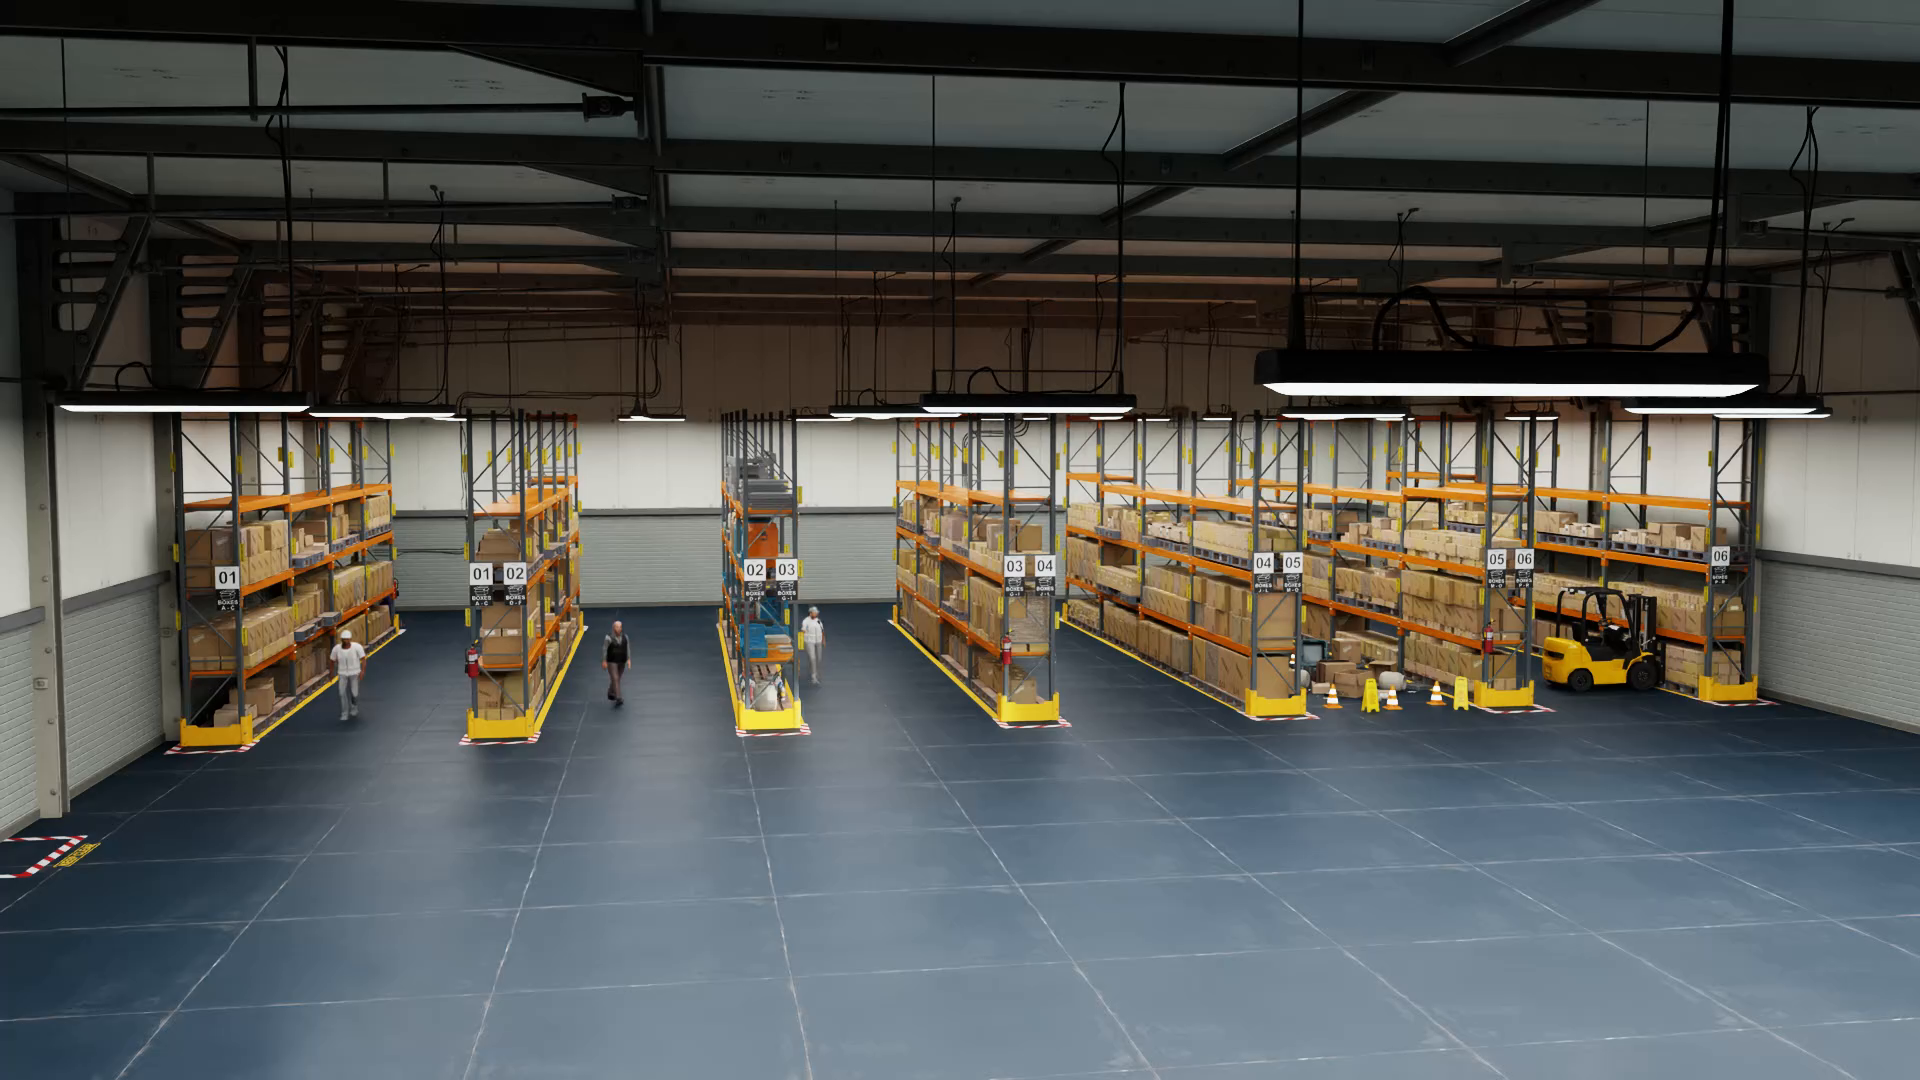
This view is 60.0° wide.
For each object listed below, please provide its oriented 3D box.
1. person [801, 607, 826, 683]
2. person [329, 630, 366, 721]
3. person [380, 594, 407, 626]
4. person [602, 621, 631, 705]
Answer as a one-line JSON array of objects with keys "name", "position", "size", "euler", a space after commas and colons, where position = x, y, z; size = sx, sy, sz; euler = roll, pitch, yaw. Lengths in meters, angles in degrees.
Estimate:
[{"name": "person", "position": [-3.218, 2.332, 37.134], "size": [0.509, 1.656, 0.744], "euler": [-3, 5, -33]}, {"name": "person", "position": [-11.895, 2.605, 32.322], "size": [0.672, 1.746, 0.619], "euler": [-1, 4, -12]}, {"name": "person", "position": [-16.157, 1.636, 47.074], "size": [0.911, 1.574, 0.475], "euler": [-1, 4, -20]}, {"name": "person", "position": [-6.976, 2.494, 33.939], "size": [0.555, 1.662, 1.022], "euler": [-4, 5, -44]}]
